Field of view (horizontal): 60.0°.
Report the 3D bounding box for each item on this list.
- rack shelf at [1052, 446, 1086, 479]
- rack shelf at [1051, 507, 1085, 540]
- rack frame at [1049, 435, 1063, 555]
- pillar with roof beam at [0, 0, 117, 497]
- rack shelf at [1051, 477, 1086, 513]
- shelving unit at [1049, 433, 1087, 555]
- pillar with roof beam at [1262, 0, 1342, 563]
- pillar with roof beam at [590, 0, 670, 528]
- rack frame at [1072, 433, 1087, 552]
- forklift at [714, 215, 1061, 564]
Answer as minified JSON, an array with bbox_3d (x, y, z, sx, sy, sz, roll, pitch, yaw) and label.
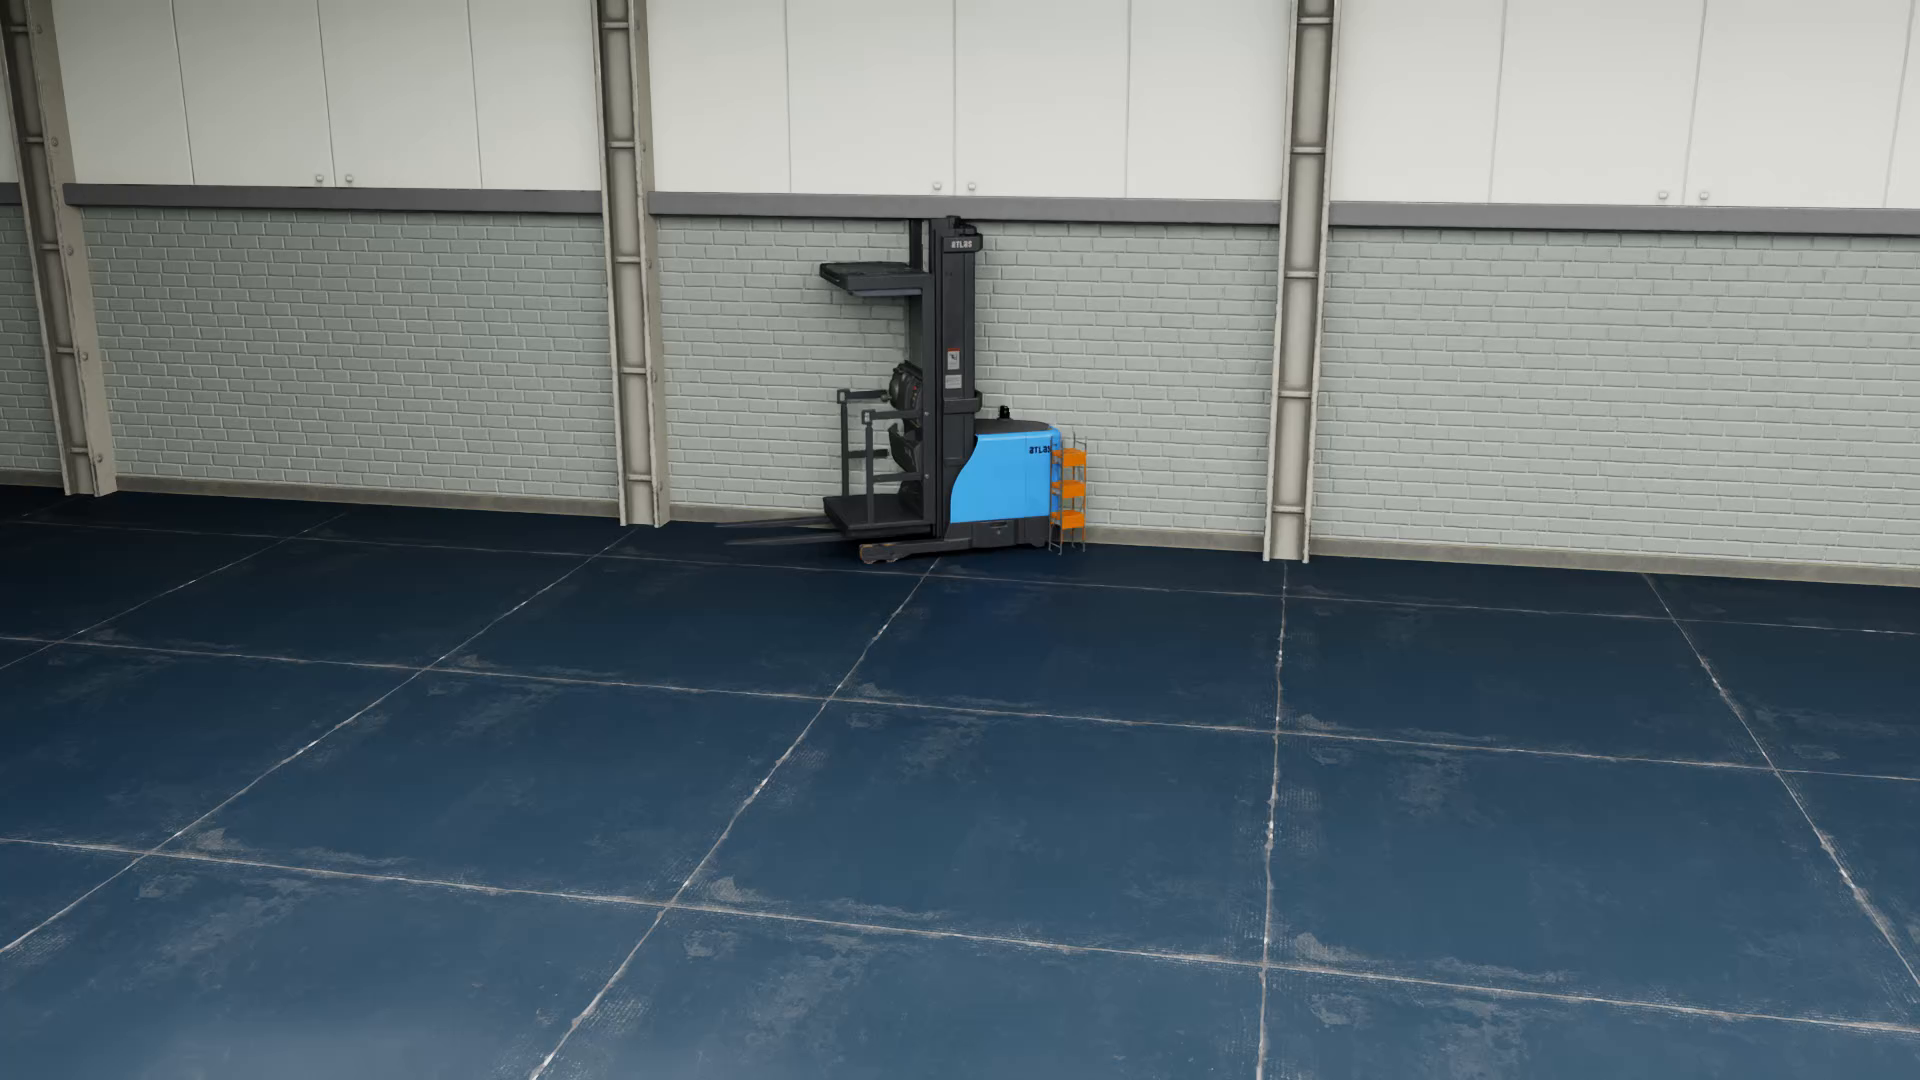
[{"bbox_3d":[0.955,-0.672,14.685,0.240,0.259,0.215,-9,18,-28],"label":"rack shelf"},{"bbox_3d":[0.955,-0.130,14.835,0.240,0.259,0.215,-9,18,-28],"label":"rack shelf"},{"bbox_3d":[0.849,-0.392,14.700,0.008,1.050,0.200,-9,18,-28],"label":"rack frame"},{"bbox_3d":[-9.735,-3.698,11.744,0.400,9.000,9.100,3,16,11],"label":"pillar with roof beam"},{"bbox_3d":[0.955,-0.398,14.761,0.240,0.259,0.215,-9,18,-28],"label":"rack shelf"},{"bbox_3d":[0.955,-0.408,14.758,0.252,1.050,0.215,-9,18,-28],"label":"shelving unit"},{"bbox_3d":[2.024,-3.060,9.439,0.400,9.000,9.100,3,16,11],"label":"pillar with roof beam"},{"bbox_3d":[-3.856,-3.379,10.591,0.400,9.000,9.100,3,16,11],"label":"pillar with roof beam"},{"bbox_3d":[1.061,-0.424,14.815,0.008,1.050,0.200,-9,18,-28],"label":"rack frame"},{"bbox_3d":[-0.662,-1.361,14.672,3.031,2.935,1.130,-4,16,-16],"label":"forklift"}]
